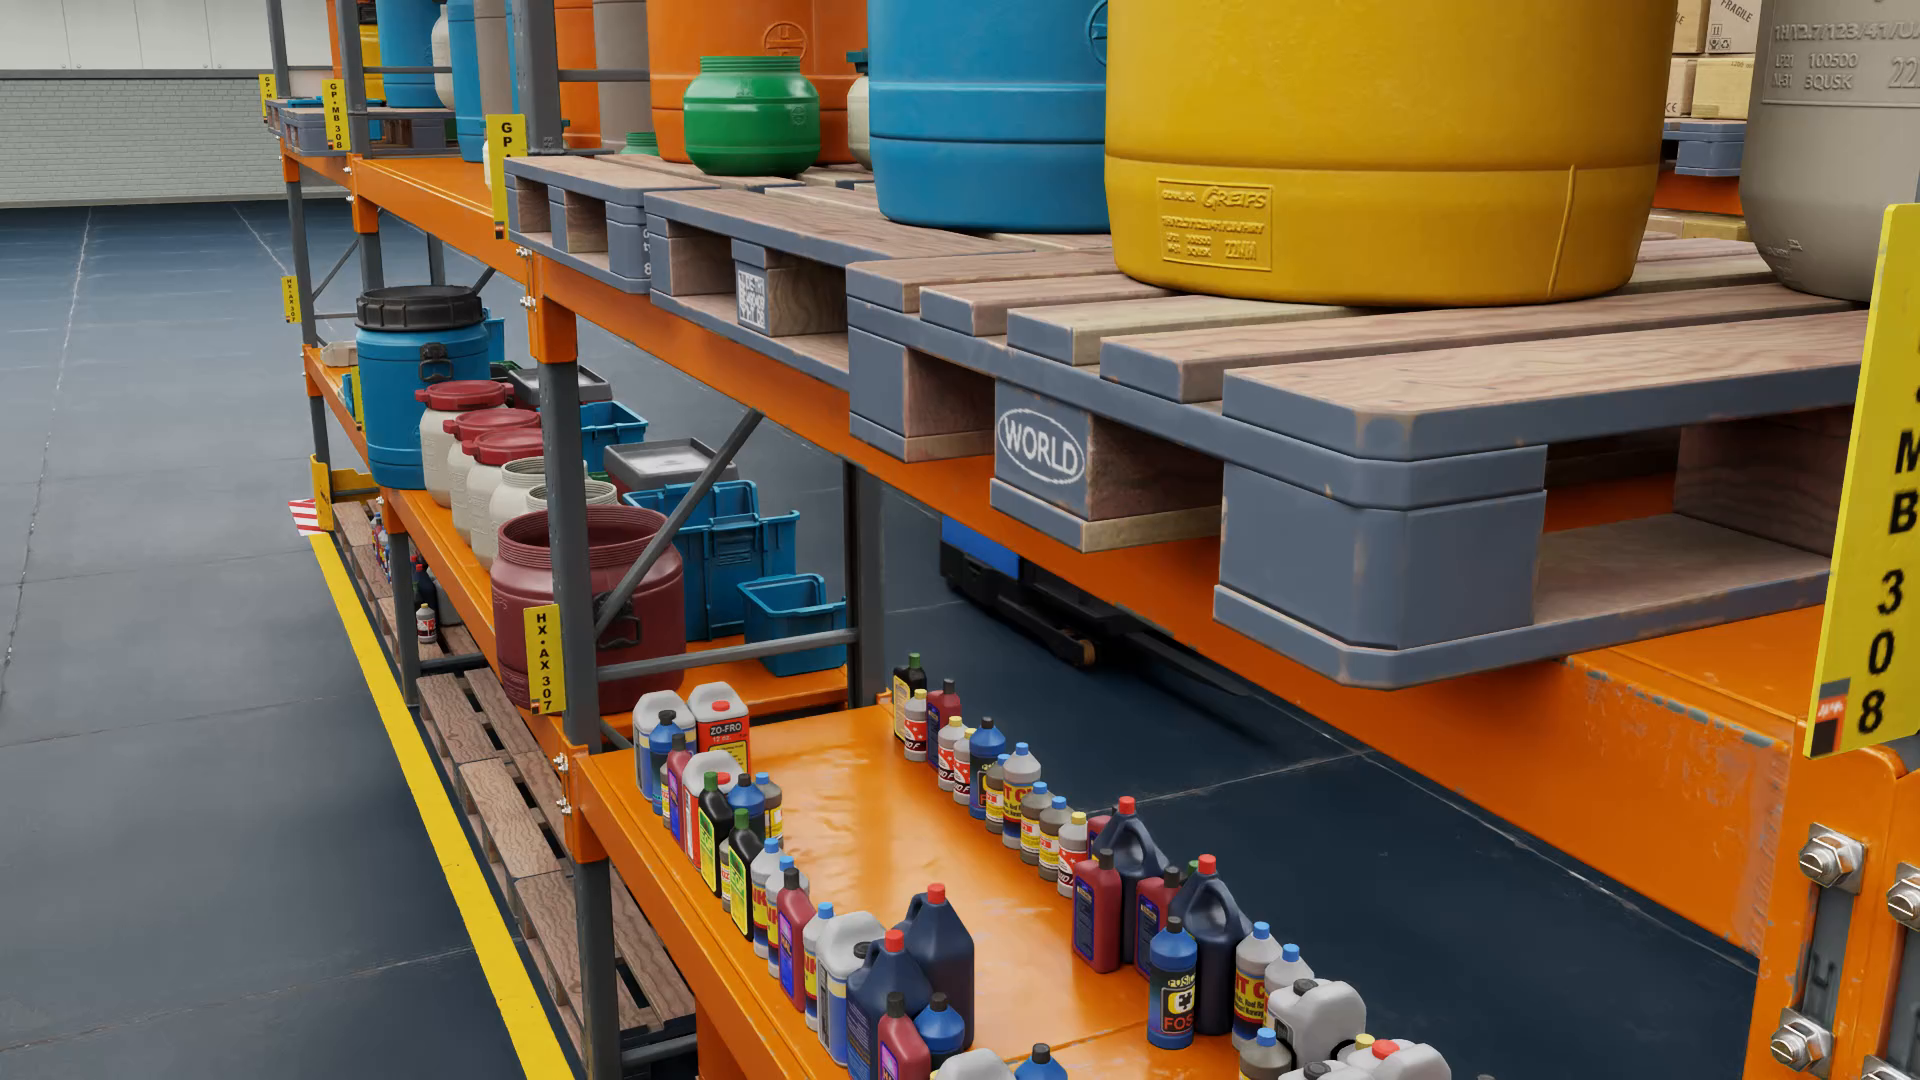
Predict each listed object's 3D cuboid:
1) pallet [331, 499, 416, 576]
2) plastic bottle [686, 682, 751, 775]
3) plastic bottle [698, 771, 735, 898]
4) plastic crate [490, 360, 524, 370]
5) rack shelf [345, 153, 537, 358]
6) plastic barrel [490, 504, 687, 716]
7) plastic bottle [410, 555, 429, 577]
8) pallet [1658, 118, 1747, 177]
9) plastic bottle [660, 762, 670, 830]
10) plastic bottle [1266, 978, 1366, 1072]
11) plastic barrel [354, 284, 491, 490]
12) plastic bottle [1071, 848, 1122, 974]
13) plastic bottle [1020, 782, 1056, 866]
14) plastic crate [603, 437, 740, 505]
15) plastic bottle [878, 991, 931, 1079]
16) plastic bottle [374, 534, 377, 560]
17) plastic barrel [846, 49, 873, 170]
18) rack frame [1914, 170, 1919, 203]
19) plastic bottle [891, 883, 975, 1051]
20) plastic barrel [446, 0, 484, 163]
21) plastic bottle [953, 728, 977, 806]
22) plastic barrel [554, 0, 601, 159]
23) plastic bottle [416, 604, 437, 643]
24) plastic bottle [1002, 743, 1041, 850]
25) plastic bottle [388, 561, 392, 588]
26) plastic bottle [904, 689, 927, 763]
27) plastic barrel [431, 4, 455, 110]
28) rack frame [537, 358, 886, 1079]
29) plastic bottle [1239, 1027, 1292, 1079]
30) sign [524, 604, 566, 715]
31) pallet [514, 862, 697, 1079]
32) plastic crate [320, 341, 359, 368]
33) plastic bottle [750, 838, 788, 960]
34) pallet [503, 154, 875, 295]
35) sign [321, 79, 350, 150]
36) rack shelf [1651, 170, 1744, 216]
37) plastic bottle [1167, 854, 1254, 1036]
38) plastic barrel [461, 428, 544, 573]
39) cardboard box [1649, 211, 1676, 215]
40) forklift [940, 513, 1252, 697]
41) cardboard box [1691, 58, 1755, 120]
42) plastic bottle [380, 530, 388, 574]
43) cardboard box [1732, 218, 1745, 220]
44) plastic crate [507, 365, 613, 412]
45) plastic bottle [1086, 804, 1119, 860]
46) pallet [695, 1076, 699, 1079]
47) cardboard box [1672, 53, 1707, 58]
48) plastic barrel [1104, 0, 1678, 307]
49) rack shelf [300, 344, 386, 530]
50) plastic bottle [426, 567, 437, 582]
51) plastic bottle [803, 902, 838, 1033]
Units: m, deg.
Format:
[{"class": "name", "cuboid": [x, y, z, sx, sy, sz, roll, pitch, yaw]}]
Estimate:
[{"class": "pallet", "cuboid": [-3.786, -0.071, 11.615, 1.003, 0.211, 1.213, -8, 18, -25]}, {"class": "plastic bottle", "cuboid": [-0.673, 0.545, 4.640, 0.152, 0.276, 0.135, -8, 18, -25]}, {"class": "plastic bottle", "cuboid": [-0.589, 0.713, 4.040, 0.061, 0.283, 0.133, -8, 18, -25]}, {"class": "plastic crate", "cuboid": [-2.802, -0.904, 9.846, 0.450, 0.188, 0.662, -8, 18, -25]}, {"class": "rack shelf", "cuboid": [-1.585, -1.235, 6.482, 1.077, 0.370, 4.000, -8, 18, -25]}, {"class": "plastic barrel", "cuboid": [-1.184, 0.213, 5.323, 0.600, 0.536, 0.708, -8, 18, -25]}, {"class": "plastic bottle", "cuboid": [-3.086, 0.255, 9.430, 0.144, 0.351, 0.185, -9, 18, -28]}, {"class": "pallet", "cuboid": [3.368, -1.749, 7.312, 1.213, 0.211, 1.003, -7, 17, -22]}, {"class": "plastic bottle", "cuboid": [-0.741, 0.655, 4.390, 0.097, 0.201, 0.097, 0, 16, 0]}, {"class": "plastic bottle", "cuboid": [0.676, 0.961, 3.190, 0.152, 0.276, 0.135, -8, 18, -25]}, {"class": "plastic barrel", "cuboid": [-2.564, -0.743, 7.994, 0.600, 0.901, 0.708, -8, 18, -25]}, {"class": "plastic bottle", "cuboid": [0.304, 0.809, 3.707, 0.061, 0.283, 0.133, -8, 18, -25]}, {"class": "plastic bottle", "cuboid": [0.201, 0.710, 4.199, 0.097, 0.201, 0.097, 0, 16, 0]}, {"class": "plastic crate", "cuboid": [-1.141, -0.111, 6.585, 0.402, 0.464, 0.583, -8, 18, -25]}, {"class": "plastic bottle", "cuboid": [-0.103, 0.988, 3.081, 0.061, 0.283, 0.133, -8, 18, -25]}, {"class": "plastic bottle", "cuboid": [-3.654, 0.020, 10.519, 0.097, 0.201, 0.097, 0, 16, 0]}, {"class": "plastic barrel", "cuboid": [-0.107, -0.972, 3.751, 0.301, 0.262, 0.301, 0, 16, 0]}, {"class": "rack frame", "cuboid": [1.044, -1.535, 0.785, 1.000, 3.000, 0.127, -8, 18, -25]}, {"class": "plastic bottle", "cuboid": [-0.058, 0.859, 3.407, 0.144, 0.351, 0.185, -8, 18, -25]}, {"class": "plastic barrel", "cuboid": [-2.043, -2.218, 7.694, 0.600, 0.901, 0.708, -8, 18, -25]}, {"class": "plastic bottle", "cuboid": [0.030, 0.613, 4.535, 0.097, 0.201, 0.097, 0, 16, 0]}, {"class": "plastic barrel", "cuboid": [-1.160, -1.683, 5.961, 0.600, 0.830, 0.708, -8, 18, -25]}, {"class": "plastic bottle", "cuboid": [-2.900, 0.447, 9.032, 0.097, 0.201, 0.097, 0, 16, 0]}, {"class": "plastic bottle", "cuboid": [0.158, 0.652, 4.273, 0.097, 0.271, 0.097, 0, 16, 0]}, {"class": "plastic bottle", "cuboid": [-3.371, 0.180, 9.962, 0.097, 0.201, 0.097, 0, 16, 0]}, {"class": "plastic bottle", "cuboid": [-0.113, 0.532, 4.818, 0.097, 0.201, 0.097, 0, 16, 0]}, {"class": "plastic barrel", "cuboid": [-2.473, -2.463, 8.492, 0.421, 0.512, 0.421, 0, 16, 0]}, {"class": "rack frame", "cuboid": [-0.708, 0.357, 5.068, 1.000, 3.000, 0.127, -8, 18, -25]}, {"class": "plastic bottle", "cuboid": [0.573, 1.016, 3.132, 0.097, 0.201, 0.097, 0, 16, 0]}, {"class": "sign", "cuboid": [-1.200, 0.347, 4.808, 0.100, 0.325, 0.005, -8, 18, -25]}, {"class": "pallet", "cuboid": [-1.013, 1.501, 6.139, 1.003, 0.211, 1.213, -8, 18, -25]}, {"class": "plastic crate", "cuboid": [-4.110, -1.239, 11.108, 0.298, 0.136, 0.250, -8, 18, -25]}, {"class": "plastic bottle", "cuboid": [-0.421, 0.802, 3.750, 0.097, 0.271, 0.097, 0, 16, 0]}, {"class": "pallet", "cuboid": [-0.461, -0.792, 3.979, 1.003, 0.211, 1.213, -8, 18, -25]}, {"class": "sign", "cuboid": [-2.960, -2.017, 7.887, 0.100, 0.325, 0.005, -8, 18, -25]}, {"class": "rack shelf", "cuboid": [2.870, -1.832, 8.565, 1.077, 0.370, 4.000, -8, 18, -25]}, {"class": "plastic bottle", "cuboid": [0.525, 0.836, 3.488, 0.144, 0.351, 0.185, -8, 18, -25]}, {"class": "plastic barrel", "cuboid": [-1.728, -0.147, 6.579, 0.433, 0.535, 0.433, 0, 16, 0]}, {"class": "cardboard box", "cuboid": [5.525, -2.459, 13.758, 0.500, 0.500, 0.500, -8, 18, -26]}, {"class": "forklift", "cuboid": [0.997, -0.832, 9.337, 1.130, 2.935, 3.031, -8, 18, -26]}, {"class": "cardboard box", "cuboid": [3.497, -1.918, 7.068, 0.500, 0.250, 0.500, -9, 18, -29]}, {"class": "plastic bottle", "cuboid": [-3.505, 0.070, 10.216, 0.097, 0.271, 0.097, 0, 16, 0]}, {"class": "cardboard box", "cuboid": [6.427, -2.272, 13.105, 0.500, 0.500, 0.500, -8, 18, -26]}, {"class": "plastic crate", "cuboid": [-1.974, -0.582, 8.226, 0.402, 0.464, 0.583, -8, 18, -25]}, {"class": "plastic bottle", "cuboid": [0.353, 0.745, 3.927, 0.061, 0.283, 0.133, -8, 18, -25]}, {"class": "pallet", "cuboid": [-0.325, 1.888, 4.789, 1.003, 0.211, 1.213, -8, 18, -25]}, {"class": "cardboard box", "cuboid": [5.792, -3.554, 13.041, 0.500, 0.500, 0.500, -9, 18, -30]}, {"class": "plastic barrel", "cuboid": [0.462, -0.587, 1.818, 0.600, 0.588, 0.600, 0, 16, 0]}, {"class": "rack shelf", "cuboid": [-3.337, -0.785, 10.352, 1.077, 0.370, 4.000, -8, 18, -25]}, {"class": "plastic bottle", "cuboid": [-2.964, 0.266, 9.525, 0.152, 0.276, 0.135, -8, 18, -25]}, {"class": "plastic bottle", "cuboid": [-0.277, 0.884, 3.466, 0.097, 0.271, 0.097, 0, 16, 0]}]
